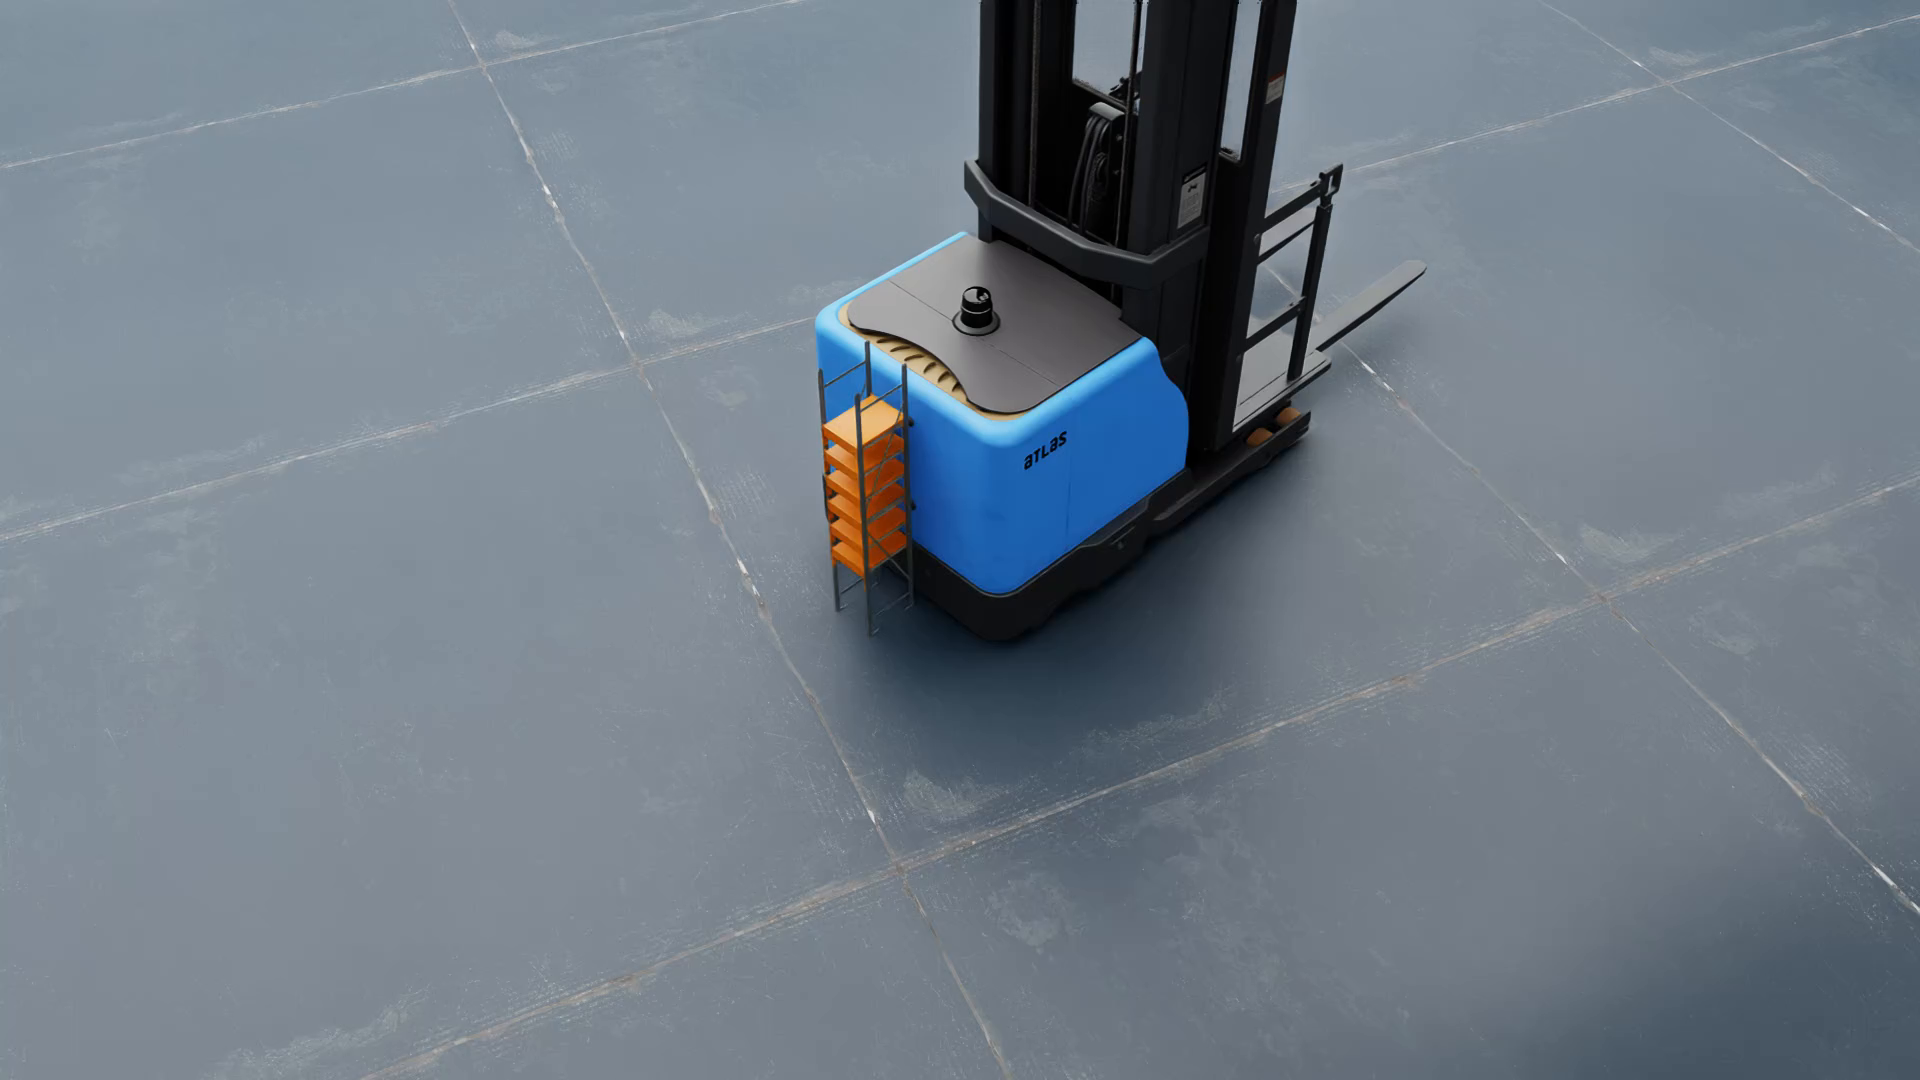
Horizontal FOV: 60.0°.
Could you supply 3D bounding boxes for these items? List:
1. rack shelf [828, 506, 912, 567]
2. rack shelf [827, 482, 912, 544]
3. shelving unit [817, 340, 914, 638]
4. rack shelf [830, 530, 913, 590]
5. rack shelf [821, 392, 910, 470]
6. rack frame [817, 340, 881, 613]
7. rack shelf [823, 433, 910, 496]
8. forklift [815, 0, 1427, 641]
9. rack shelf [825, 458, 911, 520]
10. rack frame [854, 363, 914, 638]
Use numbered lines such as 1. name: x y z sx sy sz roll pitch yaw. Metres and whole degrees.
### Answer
1. rack shelf: -0.332 -0.042 6.173 0.180 0.103 0.258 34 54 30
2. rack shelf: -0.332 -0.128 6.088 0.180 0.103 0.258 34 54 30
3. shelving unit: -0.332 -0.159 6.057 0.189 1.200 0.258 34 54 30
4. rack shelf: -0.332 0.043 6.257 0.180 0.103 0.258 34 54 30
5. rack shelf: -0.332 -0.384 5.835 0.180 0.103 0.258 34 54 30
6. rack frame: -0.397 -0.204 6.103 0.006 1.200 0.240 34 54 30
7. rack shelf: -0.332 -0.298 5.920 0.180 0.103 0.258 34 54 30
8. forklift: 0.858 -1.587 6.272 3.031 2.935 1.130 -34 54 -30
9. rack shelf: -0.332 -0.213 6.004 0.180 0.103 0.258 34 54 30
10. rack frame: -0.266 -0.114 6.012 0.006 1.200 0.240 34 54 30
